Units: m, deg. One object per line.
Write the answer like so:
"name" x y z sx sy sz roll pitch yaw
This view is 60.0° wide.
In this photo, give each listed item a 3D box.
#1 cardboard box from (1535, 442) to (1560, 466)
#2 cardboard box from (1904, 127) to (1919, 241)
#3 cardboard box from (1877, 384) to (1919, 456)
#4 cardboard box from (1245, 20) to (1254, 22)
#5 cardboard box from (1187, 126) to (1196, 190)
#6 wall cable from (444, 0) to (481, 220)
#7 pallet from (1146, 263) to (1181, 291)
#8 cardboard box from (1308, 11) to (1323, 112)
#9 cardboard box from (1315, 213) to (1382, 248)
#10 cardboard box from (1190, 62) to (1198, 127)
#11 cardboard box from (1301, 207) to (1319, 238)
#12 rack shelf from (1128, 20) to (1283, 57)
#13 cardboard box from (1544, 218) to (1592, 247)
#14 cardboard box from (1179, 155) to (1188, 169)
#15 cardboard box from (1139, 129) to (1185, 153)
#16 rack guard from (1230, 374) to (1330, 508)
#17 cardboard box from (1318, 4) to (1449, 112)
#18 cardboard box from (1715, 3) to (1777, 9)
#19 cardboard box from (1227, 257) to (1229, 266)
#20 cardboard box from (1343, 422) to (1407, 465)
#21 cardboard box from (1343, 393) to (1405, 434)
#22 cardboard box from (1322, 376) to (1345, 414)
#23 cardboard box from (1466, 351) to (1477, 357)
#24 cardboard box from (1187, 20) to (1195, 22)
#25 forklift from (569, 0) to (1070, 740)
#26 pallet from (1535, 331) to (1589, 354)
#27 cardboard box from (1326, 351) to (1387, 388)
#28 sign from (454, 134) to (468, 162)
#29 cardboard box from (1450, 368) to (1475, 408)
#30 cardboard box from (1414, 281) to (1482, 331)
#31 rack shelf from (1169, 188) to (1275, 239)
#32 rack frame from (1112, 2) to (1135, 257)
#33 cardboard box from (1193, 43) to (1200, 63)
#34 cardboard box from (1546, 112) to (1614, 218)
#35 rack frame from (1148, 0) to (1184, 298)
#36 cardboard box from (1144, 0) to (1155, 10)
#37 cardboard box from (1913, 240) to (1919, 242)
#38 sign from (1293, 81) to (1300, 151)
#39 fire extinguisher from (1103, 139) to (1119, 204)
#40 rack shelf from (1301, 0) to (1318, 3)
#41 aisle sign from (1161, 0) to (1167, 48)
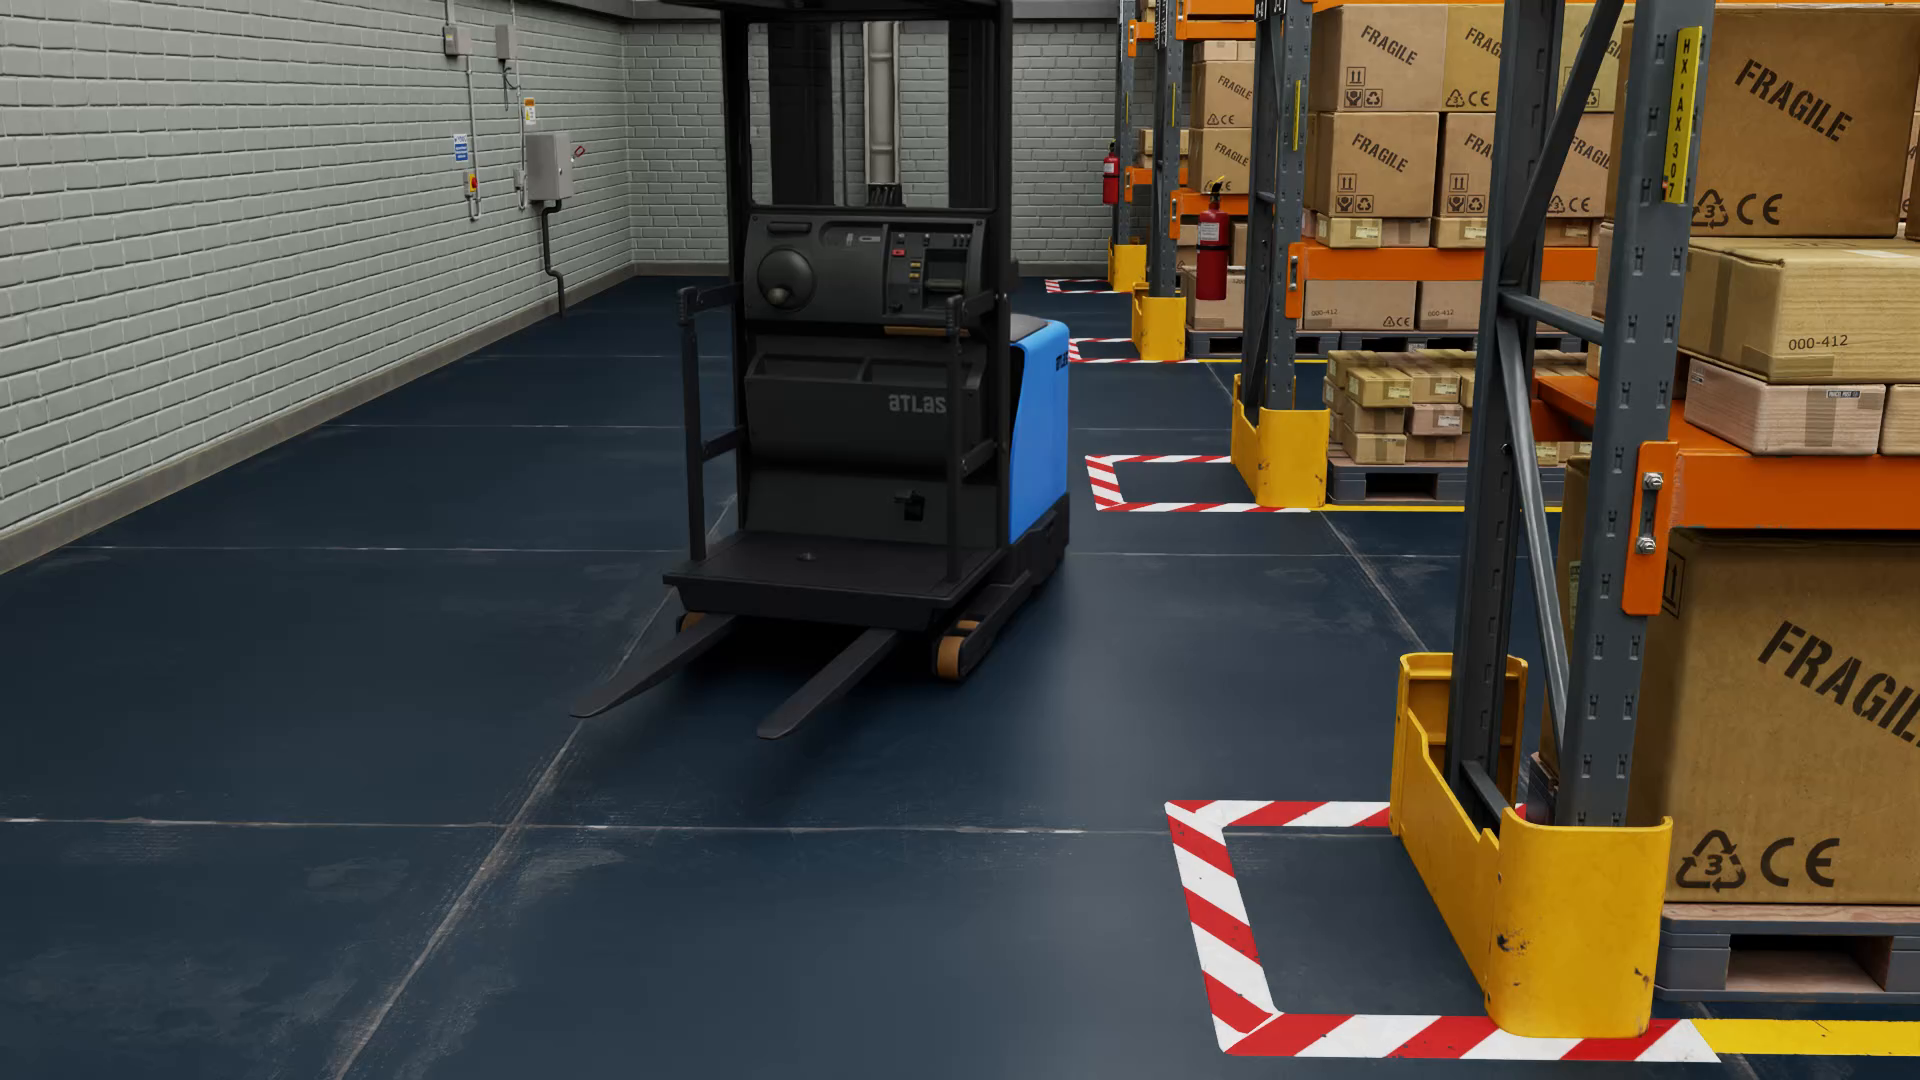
"cardboard box" 2.914 -0.493 8.593 0.250 0.149 0.380 1 15 2
"cardboard box" 2.379 -0.858 3.453 0.500 0.500 0.500 0 15 0
"cardboard box" 2.009 -0.290 3.552 0.250 0.149 0.380 0 15 1
"cardboard box" 3.122 -5.531 17.537 0.250 0.149 0.380 0 15 1
"cardboard box" 2.148 -3.139 13.663 0.500 0.500 0.500 0 15 2
"wall cable" -3.979 -3.564 13.415 0.123 1.953 0.585 0 15 1
"pallet" 2.655 -2.939 18.565 1.213 0.211 1.003 0 15 1
"cardboard box" 2.097 -2.500 8.695 0.500 0.500 0.500 0 15 0
"cardboard box" 1.949 -1.556 8.352 0.250 0.149 0.380 0 15 1
"cardboard box" 2.147 -3.616 13.510 0.500 0.500 0.500 1 15 3
"cardboard box" 1.967 -1.712 8.942 0.250 0.149 0.380 0 15 1
"rack shelf" 3.781 -5.382 17.889 4.000 0.370 1.077 0 15 1
"cardboard box" 3.005 -1.575 8.423 0.250 0.149 0.380 0 15 1
"cardboard box" 2.359 -4.109 18.027 0.250 0.149 0.380 1 15 3
"cardboard box" 2.249 -4.428 18.456 0.500 0.250 0.500 1 15 3
"rack guard" 1.710 -0.554 8.961 0.348 0.500 1.175 0 15 1
"cardboard box" 2.076 -2.369 8.199 0.500 0.500 0.500 0 15 1
"cardboard box" 3.609 -2.355 8.149 0.500 0.500 0.500 0 15 0
"cardboard box" 2.815 -3.076 18.385 0.250 0.149 0.380 0 15 -1
"cardboard box" 2.149 -0.503 8.632 0.250 0.149 0.380 1 15 3
"cardboard box" 2.151 -0.663 8.656 0.250 0.149 0.380 1 15 4
"cardboard box" 2.168 -0.801 9.179 0.250 0.149 0.380 0 15 0
"cardboard box" 2.938 -0.934 9.098 0.250 0.149 0.380 0 15 -1
"cardboard box" 2.357 -5.565 17.665 0.250 0.149 0.380 1 15 2
"forklift" -0.419 -1.024 5.975 1.130 2.935 3.031 4 15 16
"pallet" 4.899 -1.677 13.783 1.213 0.211 1.003 0 15 1
"cardboard box" 2.169 -0.937 9.111 0.250 0.149 0.380 1 15 2
"sign" -4.041 -3.176 13.469 0.001 0.218 0.327 0 15 1
"cardboard box" 2.676 -0.780 8.517 0.250 0.149 0.380 0 15 1
"cardboard box" 4.138 -2.002 13.747 0.875 0.438 0.875 0 15 0
"rack shelf" 3.658 -2.666 13.474 4.000 0.370 1.077 0 15 1
"rack frame" 1.782 -4.292 18.230 0.127 3.000 1.000 0 15 1
"cardboard box" 2.023 -3.921 13.393 0.250 0.149 0.380 1 15 2
"cardboard box" 3.100 -1.879 8.303 0.500 0.500 0.500 1 15 2
"rack frame" 1.659 -3.027 13.432 0.127 3.000 1.000 0 15 1
"cardboard box" 2.219 -5.742 17.553 0.500 0.250 0.500 0 15 1
"cardboard box" 2.399 -0.497 3.555 0.500 0.250 0.500 0 15 1
"sign" 1.620 -2.044 8.010 0.005 0.325 0.100 0 15 1
"fire extinguisher" 1.623 -3.958 17.844 0.183 0.674 0.296 0 15 1
"rack shelf" 3.633 -2.853 8.304 4.000 0.370 1.077 0 15 1
"aisle sign" 1.580 -4.210 12.821 0.004 0.787 0.394 0 15 1
